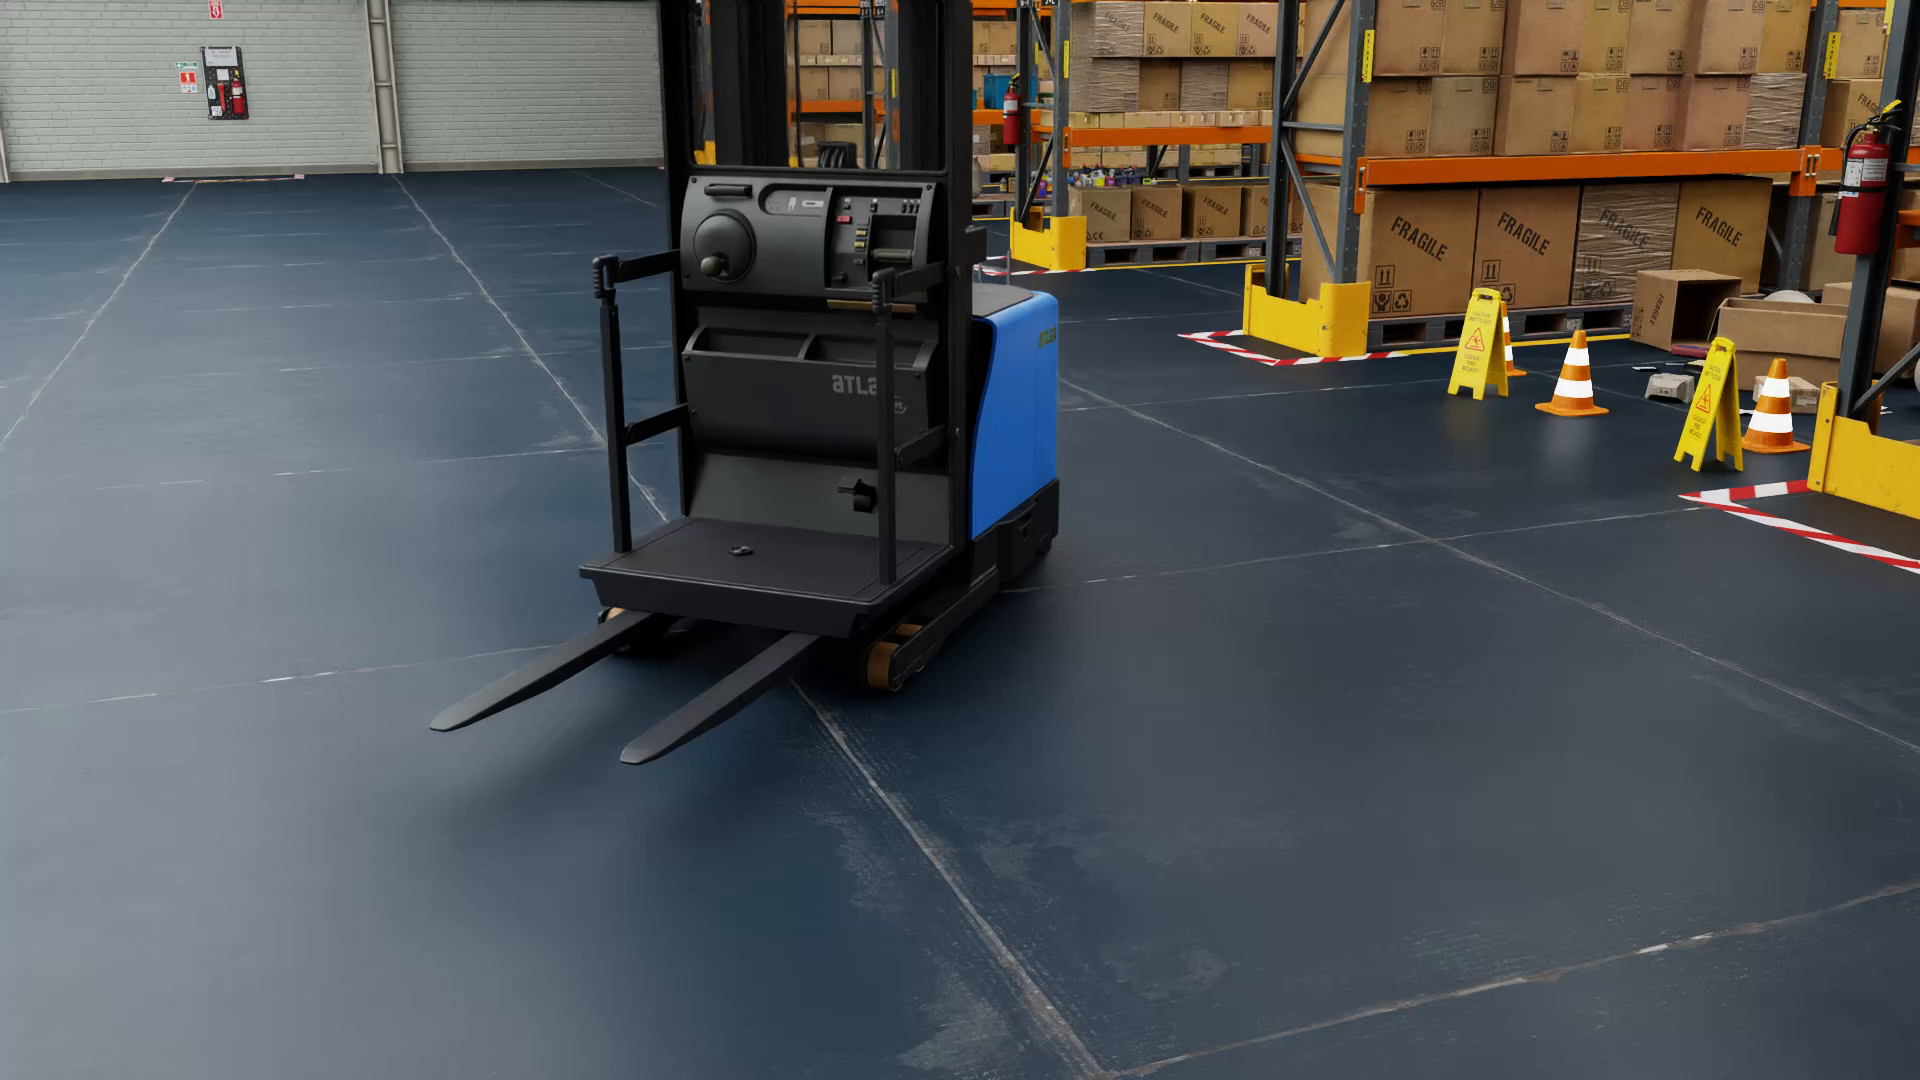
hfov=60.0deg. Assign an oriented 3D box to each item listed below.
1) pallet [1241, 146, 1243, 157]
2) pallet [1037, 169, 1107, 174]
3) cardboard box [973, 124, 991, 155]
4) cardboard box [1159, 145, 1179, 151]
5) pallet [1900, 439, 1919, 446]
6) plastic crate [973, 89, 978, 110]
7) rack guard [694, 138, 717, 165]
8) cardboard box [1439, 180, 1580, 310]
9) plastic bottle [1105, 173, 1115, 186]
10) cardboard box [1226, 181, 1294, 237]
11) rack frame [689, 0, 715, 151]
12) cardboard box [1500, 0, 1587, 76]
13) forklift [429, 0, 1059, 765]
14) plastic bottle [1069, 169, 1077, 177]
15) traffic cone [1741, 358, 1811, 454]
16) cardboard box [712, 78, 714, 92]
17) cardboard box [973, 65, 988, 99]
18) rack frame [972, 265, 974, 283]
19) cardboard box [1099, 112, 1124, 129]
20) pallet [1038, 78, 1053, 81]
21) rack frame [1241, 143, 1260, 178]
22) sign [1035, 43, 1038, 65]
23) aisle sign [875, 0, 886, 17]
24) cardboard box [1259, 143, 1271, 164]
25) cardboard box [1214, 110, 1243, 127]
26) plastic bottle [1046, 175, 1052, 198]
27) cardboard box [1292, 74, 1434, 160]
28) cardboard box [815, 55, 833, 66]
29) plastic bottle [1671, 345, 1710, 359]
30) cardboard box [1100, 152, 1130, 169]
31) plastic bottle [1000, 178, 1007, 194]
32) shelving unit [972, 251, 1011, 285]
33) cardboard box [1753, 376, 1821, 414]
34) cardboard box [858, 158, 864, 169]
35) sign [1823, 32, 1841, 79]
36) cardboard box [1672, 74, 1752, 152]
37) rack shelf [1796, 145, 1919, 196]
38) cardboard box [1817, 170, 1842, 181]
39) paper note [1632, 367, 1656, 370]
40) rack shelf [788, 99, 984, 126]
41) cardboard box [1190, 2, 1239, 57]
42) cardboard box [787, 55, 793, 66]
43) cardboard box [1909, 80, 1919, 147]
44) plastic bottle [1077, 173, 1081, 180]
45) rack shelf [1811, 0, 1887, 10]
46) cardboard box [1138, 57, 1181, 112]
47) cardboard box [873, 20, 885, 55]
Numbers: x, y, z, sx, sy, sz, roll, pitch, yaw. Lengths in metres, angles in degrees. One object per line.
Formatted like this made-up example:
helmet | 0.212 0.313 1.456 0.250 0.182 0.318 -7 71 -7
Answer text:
pallet | 4.838 -7.720 33.014 1.213 0.211 1.003 -6 17 -20
pallet | 1.652 -5.917 26.873 1.213 0.211 1.003 -6 17 -20
cardboard box | 0.152 -6.261 25.899 0.500 0.500 0.500 -6 17 -20
cardboard box | 3.357 -6.503 27.060 0.500 0.311 0.500 -6 17 -20
pallet | 5.173 -0.295 7.730 1.213 0.211 1.003 -6 17 -20
plastic crate | -0.019 -5.585 21.059 0.408 0.251 0.499 -6 17 -20
rack guard | -4.462 -6.879 29.635 0.348 0.500 1.175 -6 17 -20
cardboard box | 3.895 -2.202 12.300 0.875 0.875 0.875 -6 18 -21
plastic bottle | 1.933 -4.587 21.436 0.133 0.283 0.061 -5 17 -16
cardboard box | 3.048 -3.393 17.020 0.500 0.500 0.500 -8 18 -25
rack frame | -4.533 -8.070 29.256 0.127 3.000 1.000 -6 17 -20
cardboard box | 3.877 -3.563 11.725 0.550 0.550 0.875 -6 17 -20
forklift | -0.597 -1.042 5.445 1.130 2.935 3.031 6 17 20
plastic bottle | 1.500 -4.778 22.085 0.133 0.283 0.061 -5 17 -18
traffic cone | 4.270 -0.719 8.724 0.334 0.463 0.336 -6 17 -20
cardboard box | -4.166 -8.106 29.609 0.500 0.250 0.500 -6 17 -19
cardboard box | 0.076 -7.117 25.834 0.500 0.500 0.700 -6 18 -21
rack frame | -0.012 -0.635 7.124 0.006 1.200 0.240 -10 19 -31
cardboard box | 1.376 -4.026 15.931 0.250 0.149 0.380 -6 17 -20
pallet | 1.104 -8.574 31.314 1.213 0.211 1.003 -6 17 -20
rack frame | 4.713 -7.574 27.566 0.127 3.000 1.000 -6 17 -20
sign | 1.178 -7.478 25.563 0.005 0.325 0.100 -6 17 -20
aisle sign | -0.950 -6.627 19.727 0.004 0.787 0.394 -6 17 -20
cardboard box | 5.241 -6.556 27.756 0.500 0.500 0.500 -5 17 -18
cardboard box | 2.571 -4.132 16.290 0.250 0.149 0.380 -6 17 -20
plastic bottle | 1.137 -4.501 21.163 0.097 0.271 0.097 0 16 0
cardboard box | 2.795 -2.967 11.611 0.550 0.550 0.875 -6 17 -20
cardboard box | -2.068 -7.137 24.749 0.250 0.149 0.380 -7 18 -22
plastic bottle | 5.028 -1.283 11.358 0.133 0.061 0.283 -14 21 -39
cardboard box | 2.404 -6.132 26.792 0.500 0.250 0.500 -7 18 -22
plastic bottle | 0.570 -4.633 21.736 0.097 0.201 0.097 0 16 0
shelving unit | 0.066 -0.648 7.171 0.189 1.200 0.258 -10 19 -31
cardboard box | 4.831 -0.849 9.725 0.250 0.149 0.380 3 17 9
cardboard box | -1.711 -5.696 25.307 0.500 0.250 0.500 -6 17 -20
sign | 6.400 -3.556 12.207 0.005 0.325 0.100 -6 17 -20
cardboard box | 5.354 -3.219 12.469 0.550 0.550 0.875 -6 17 -20
rack shelf | 8.068 -3.105 13.625 4.000 0.370 1.077 -6 17 -20
cardboard box | 9.742 -4.301 19.447 0.875 0.875 1.225 -6 17 -20
paper note | 4.498 -1.127 10.885 0.142 0.017 0.144 0 16 -1
rack shelf | -0.889 -6.624 25.607 4.000 0.370 1.077 -6 17 -20
cardboard box | 2.331 -4.914 16.028 0.500 0.500 0.500 -6 17 -20
cardboard box | -2.468 -7.215 25.016 0.250 0.149 0.380 -6 18 -21
cardboard box | 7.259 -3.330 12.936 0.500 0.500 0.500 -6 17 -20
plastic bottle | 1.576 -4.595 21.461 0.133 0.283 0.061 -6 17 -20
rack shelf | 12.085 -7.969 24.865 4.000 0.370 1.077 -6 17 -20
cardboard box | 1.732 -4.481 16.330 0.500 0.500 0.875 -6 17 -20
cardboard box | -1.307 -7.592 25.149 0.500 0.500 0.700 -6 17 -20
